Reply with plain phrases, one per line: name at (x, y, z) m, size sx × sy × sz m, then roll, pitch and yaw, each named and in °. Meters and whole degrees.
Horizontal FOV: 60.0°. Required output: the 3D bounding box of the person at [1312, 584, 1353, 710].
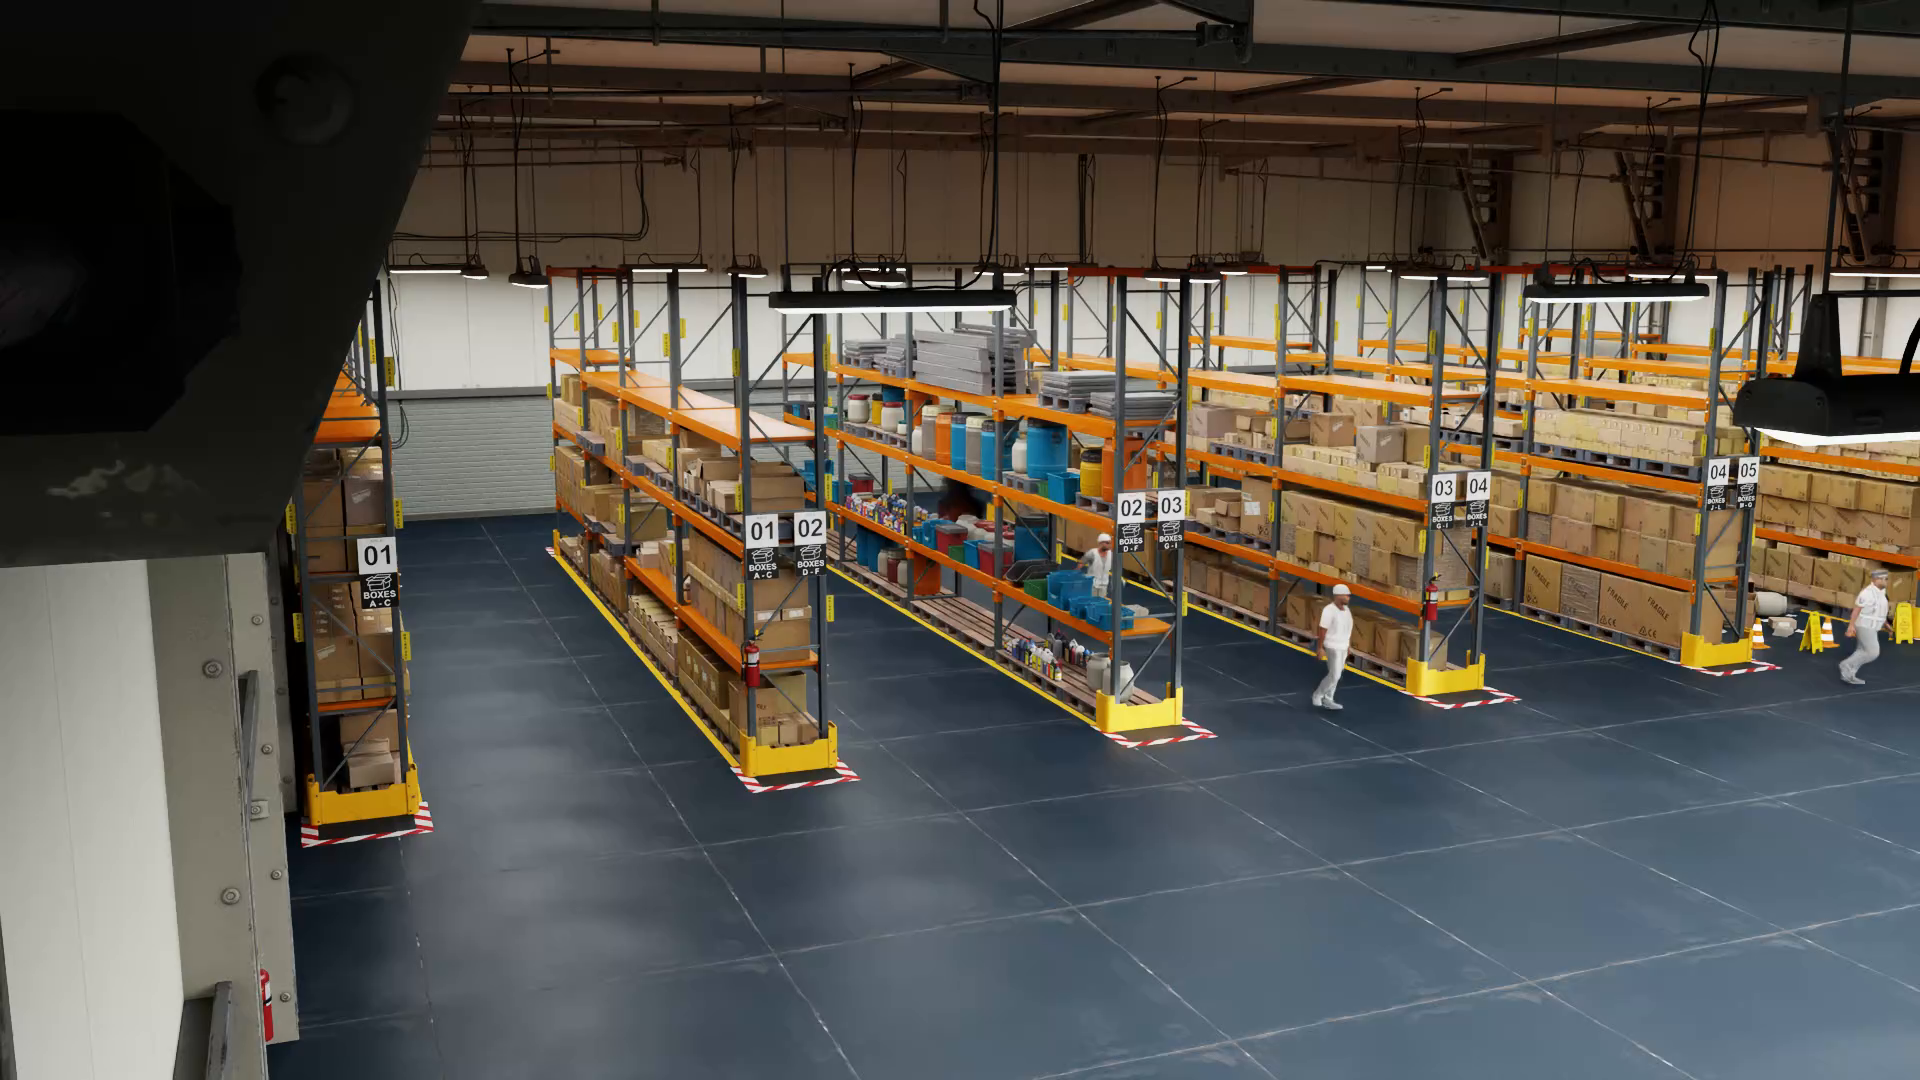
person at (5.165, 1.478, 23.044) m, size 0.448 × 1.759 × 0.636 m, roll 8°, pitch 13°, yaw 39°

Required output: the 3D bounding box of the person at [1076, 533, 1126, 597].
person at (2.305, 0.735, 27.343) m, size 0.666 × 1.724 × 0.792 m, roll -5°, pitch 11°, yaw -28°

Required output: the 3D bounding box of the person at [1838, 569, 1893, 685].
person at (13.303, 1.269, 24.395) m, size 0.590 × 1.740 × 0.667 m, roll 9°, pitch 14°, yaw 43°
